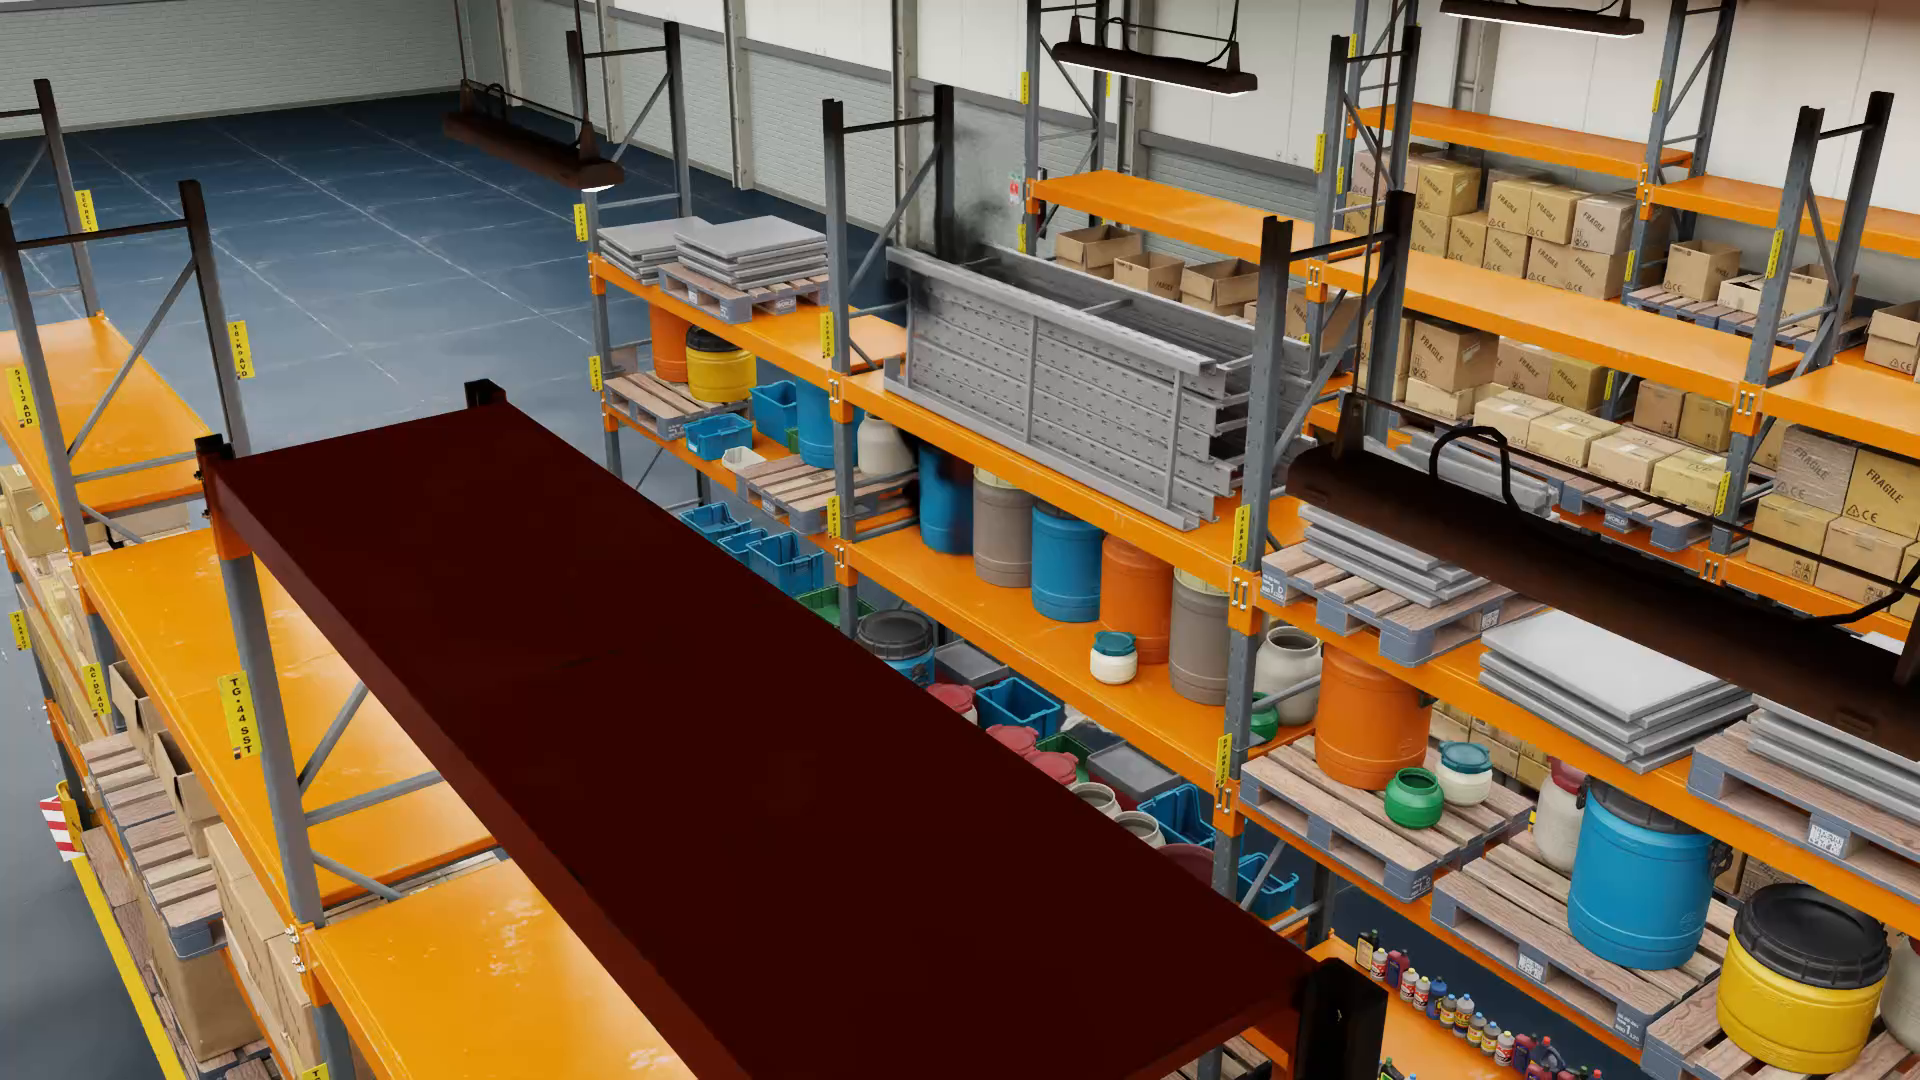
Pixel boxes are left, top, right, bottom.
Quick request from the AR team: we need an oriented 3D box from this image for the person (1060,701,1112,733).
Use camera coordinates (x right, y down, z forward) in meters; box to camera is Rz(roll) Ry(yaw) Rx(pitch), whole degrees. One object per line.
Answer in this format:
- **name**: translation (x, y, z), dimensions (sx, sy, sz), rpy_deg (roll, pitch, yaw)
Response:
- **person**: translation (1.060, 0.859, 14.392), dimensions (0.688, 1.872, 0.743), rpy_deg (-22, 33, -39)
